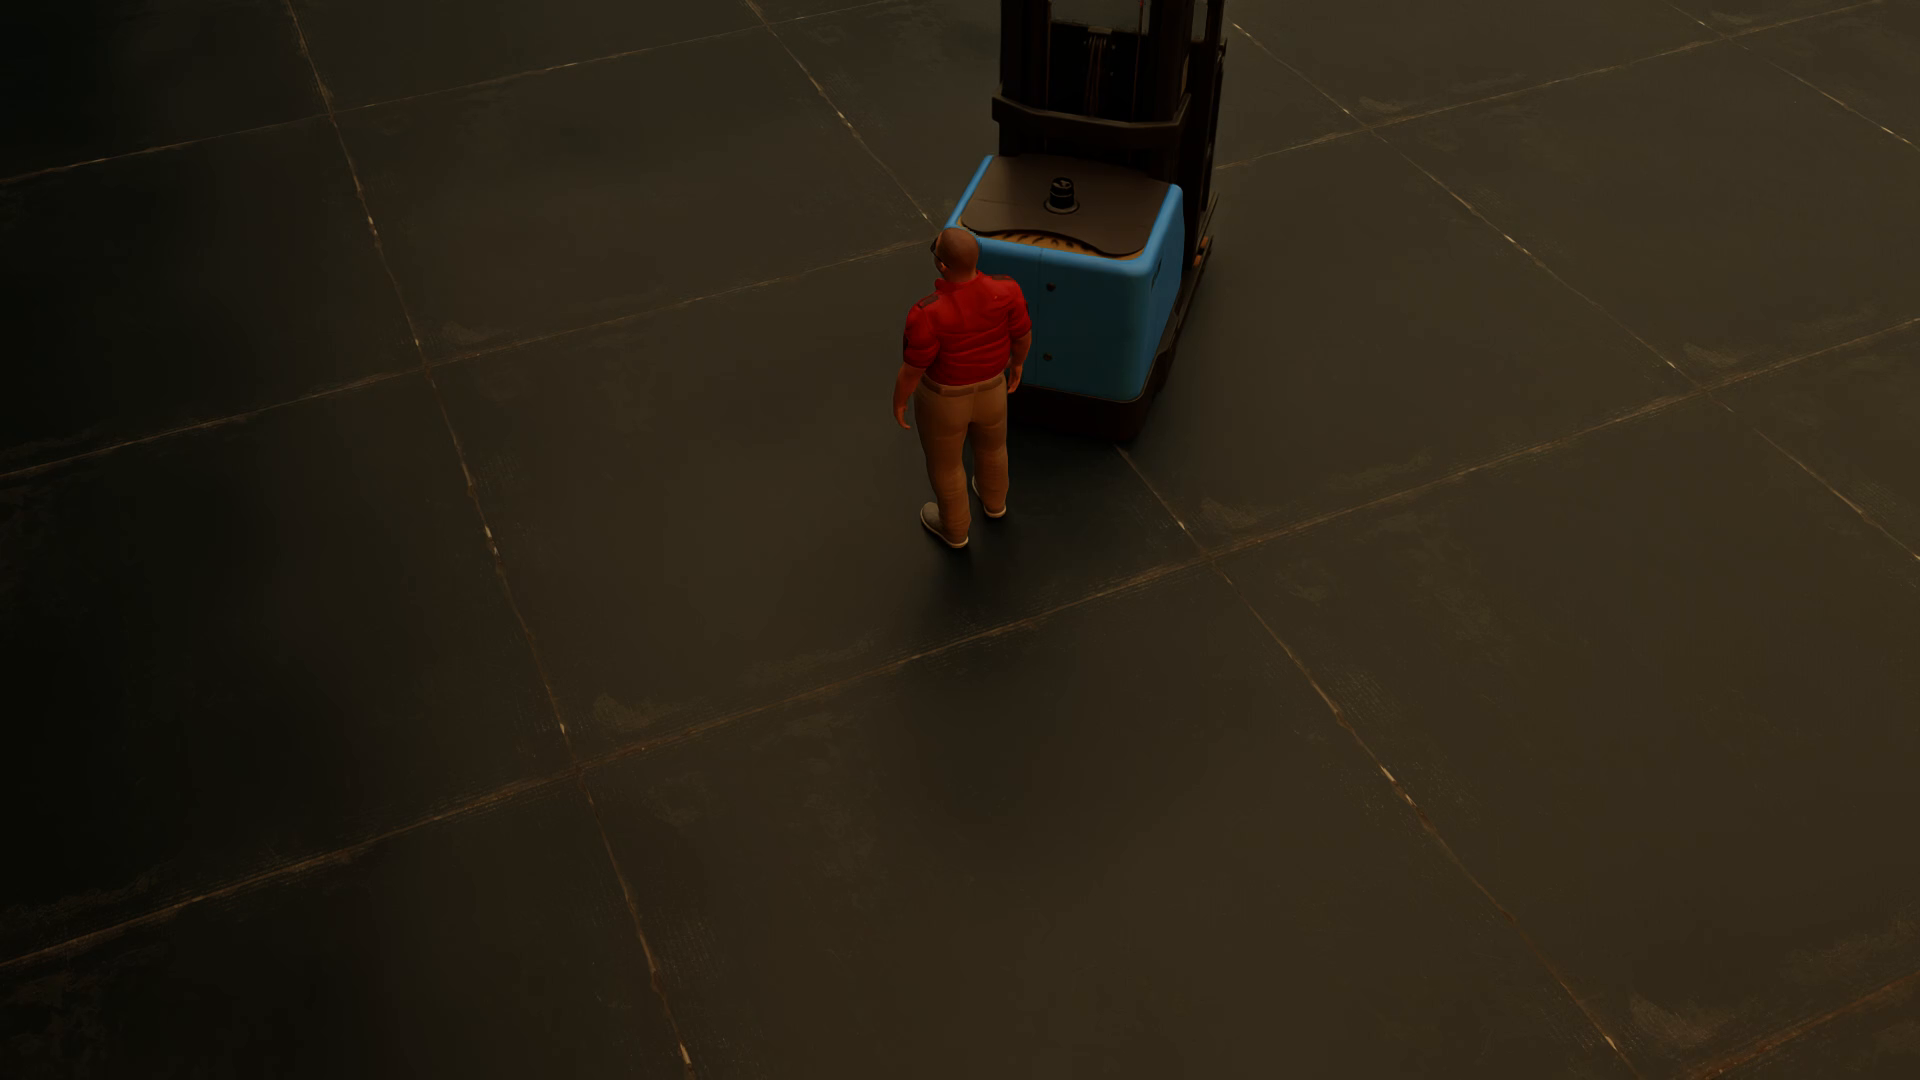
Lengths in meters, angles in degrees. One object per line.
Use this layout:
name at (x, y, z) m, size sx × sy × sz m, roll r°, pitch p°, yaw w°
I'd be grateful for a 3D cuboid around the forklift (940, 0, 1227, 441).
forklift at (0.811, -2.586, 8.451) m, size 1.130 × 2.935 × 3.031 m, roll 12°, pitch 44°, yaw 12°

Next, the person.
person at (-0.027, -0.697, 7.296) m, size 0.641 × 1.728 × 0.550 m, roll -18°, pitch 46°, yaw -18°
